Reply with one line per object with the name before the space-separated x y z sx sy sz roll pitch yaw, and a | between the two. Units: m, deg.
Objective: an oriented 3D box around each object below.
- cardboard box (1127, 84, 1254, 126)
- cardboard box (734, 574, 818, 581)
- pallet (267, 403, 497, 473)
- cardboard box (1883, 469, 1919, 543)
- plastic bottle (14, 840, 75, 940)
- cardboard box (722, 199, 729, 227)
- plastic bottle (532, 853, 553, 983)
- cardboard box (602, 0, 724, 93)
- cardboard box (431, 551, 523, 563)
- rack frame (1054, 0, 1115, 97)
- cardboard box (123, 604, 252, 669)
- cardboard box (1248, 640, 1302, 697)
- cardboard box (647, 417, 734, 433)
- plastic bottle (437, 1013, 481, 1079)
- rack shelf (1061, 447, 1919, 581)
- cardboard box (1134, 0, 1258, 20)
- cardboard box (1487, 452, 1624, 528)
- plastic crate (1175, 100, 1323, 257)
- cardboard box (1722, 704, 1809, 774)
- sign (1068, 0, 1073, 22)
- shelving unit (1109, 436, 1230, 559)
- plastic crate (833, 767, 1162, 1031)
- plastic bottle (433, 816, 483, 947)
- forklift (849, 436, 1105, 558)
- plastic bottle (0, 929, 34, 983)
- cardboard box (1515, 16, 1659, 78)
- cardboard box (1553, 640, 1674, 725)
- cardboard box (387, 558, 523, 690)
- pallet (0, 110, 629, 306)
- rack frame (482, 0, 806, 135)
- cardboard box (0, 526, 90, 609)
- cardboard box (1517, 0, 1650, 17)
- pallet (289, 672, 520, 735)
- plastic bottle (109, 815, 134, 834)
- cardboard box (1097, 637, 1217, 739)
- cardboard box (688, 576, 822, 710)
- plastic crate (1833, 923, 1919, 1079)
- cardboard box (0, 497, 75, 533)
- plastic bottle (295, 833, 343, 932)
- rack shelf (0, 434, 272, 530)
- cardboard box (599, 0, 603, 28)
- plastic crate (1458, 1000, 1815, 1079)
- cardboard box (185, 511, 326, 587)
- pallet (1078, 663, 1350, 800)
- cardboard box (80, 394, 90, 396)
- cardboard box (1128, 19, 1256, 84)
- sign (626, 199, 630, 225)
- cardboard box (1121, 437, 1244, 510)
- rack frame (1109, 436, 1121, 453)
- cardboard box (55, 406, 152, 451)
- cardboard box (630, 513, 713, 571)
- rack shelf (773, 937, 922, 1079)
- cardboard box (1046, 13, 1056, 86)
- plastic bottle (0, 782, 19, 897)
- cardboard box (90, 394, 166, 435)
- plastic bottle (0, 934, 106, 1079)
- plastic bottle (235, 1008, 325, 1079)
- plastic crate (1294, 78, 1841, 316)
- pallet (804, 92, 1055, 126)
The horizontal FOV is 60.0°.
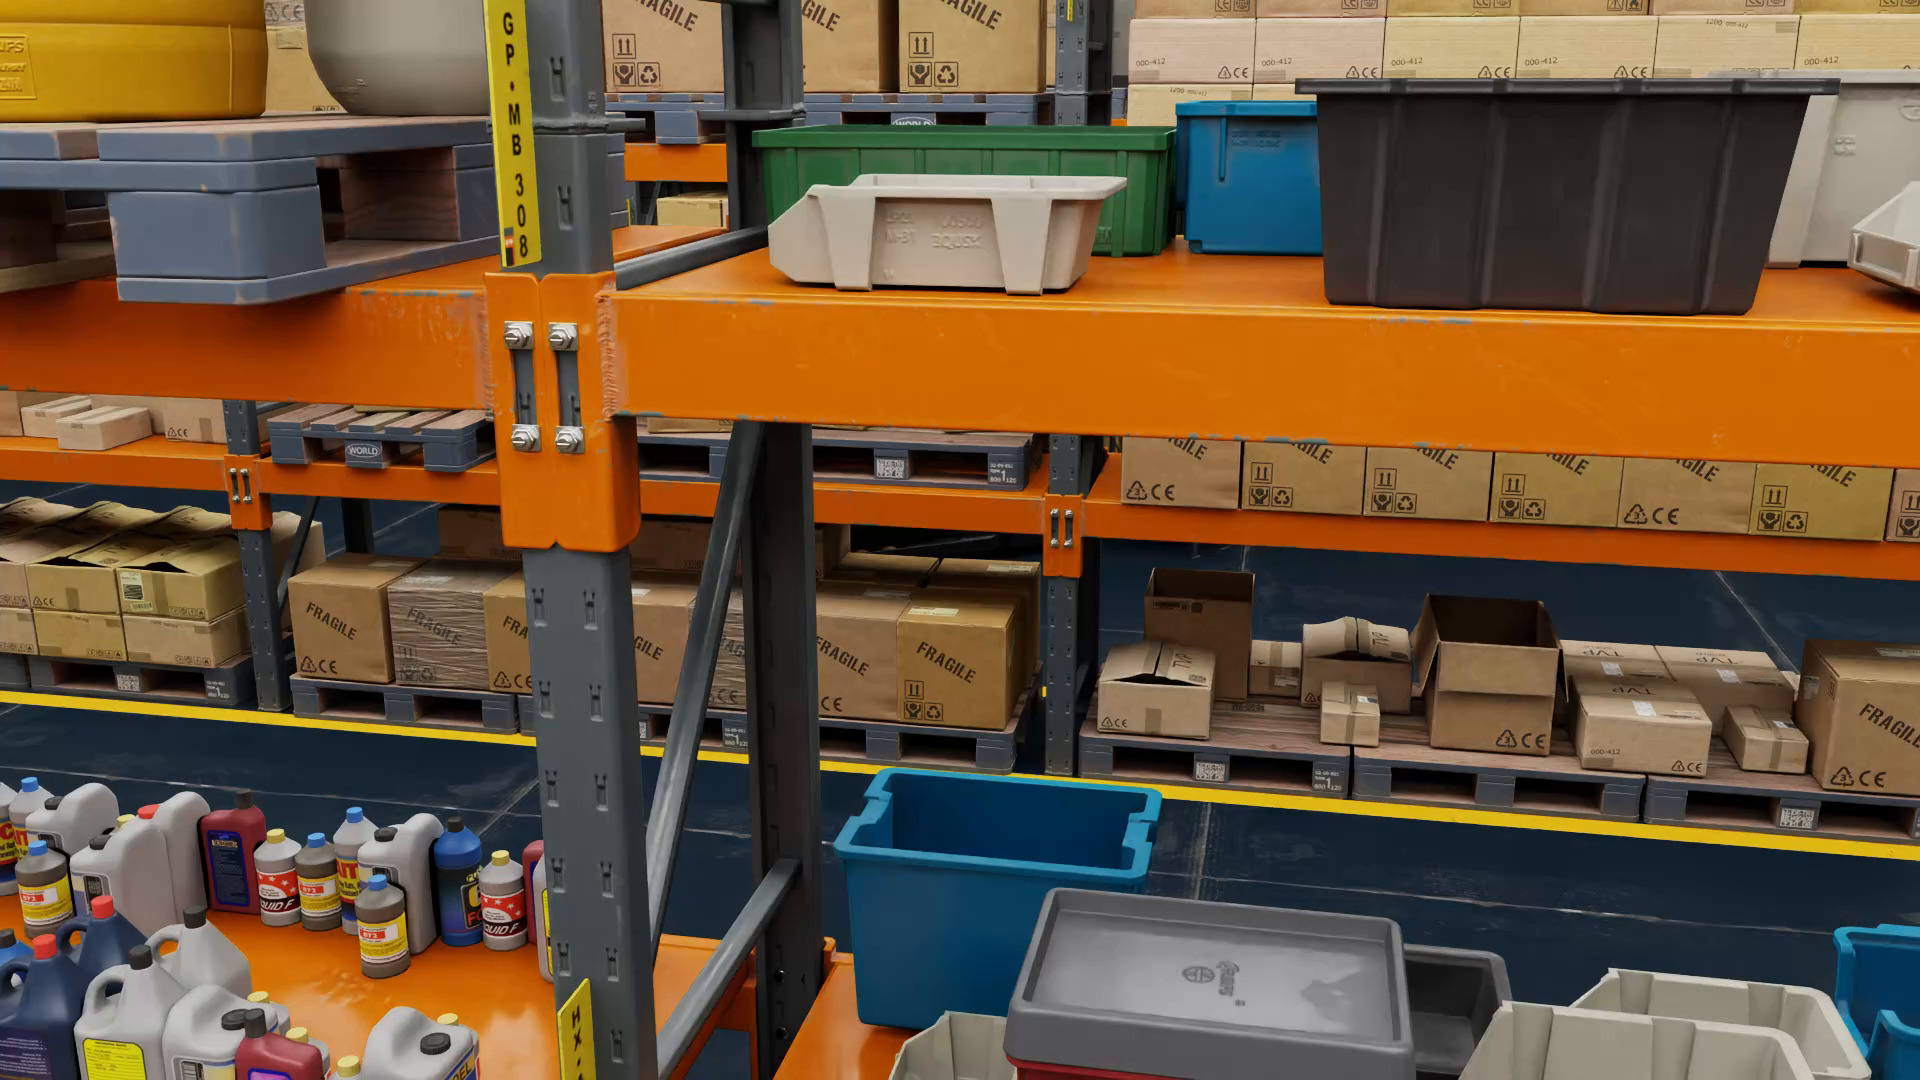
cardboard box | 0.975 -1.779 6.956 0.500 0.250 0.500 3 16 11
cardboard box | -0.891 0.353 8.456 0.500 0.500 0.500 3 16 12
pallet | -2.694 -0.599 8.393 1.003 0.211 1.213 3 16 11
cardboard box | 3.974 -0.284 6.711 0.500 0.500 0.500 4 16 13
plastic bottle | -1.962 0.743 3.562 0.097 0.201 0.097 0 15 0
cardboard box | -1.468 -2.447 12.521 0.500 0.250 0.500 3 16 10
plastic bottle | -0.763 0.718 3.374 0.185 0.351 0.144 3 16 11
cardboard box | -1.239 -2.357 7.600 0.600 0.600 0.600 2 16 9
cardboard box | -2.409 0.272 8.749 0.500 0.500 0.500 4 16 13
rack frame | 0.548 -3.387 6.862 0.127 3.000 1.000 3 16 11
cardboard box | -3.936 0.450 8.613 0.500 0.250 0.500 3 16 12
cardboard box | 1.542 0.626 8.128 0.250 0.149 0.380 3 16 11
cardboard box | -1.196 -0.824 7.875 0.500 0.500 0.700 -1 16 -3
plastic bottle | -0.887 0.925 2.904 0.097 0.201 0.097 0 15 0
rack shelf | 2.508 -0.043 7.375 4.000 0.370 1.077 3 16 11
cardboard box | 1.032 -2.456 7.059 0.500 0.500 0.700 3 16 11
cardboard box | 2.484 -0.365 7.005 0.500 0.500 0.500 3 16 10
plastic crate | 0.513 -0.600 2.735 0.300 0.233 0.416 3 16 11
cardboard box | 3.507 0.861 7.249 0.250 0.166 0.380 3 16 11
sign | 0.441 -2.235 6.616 0.005 0.325 0.100 3 16 11
shelving unit | 1.429 -0.704 11.224 0.431 1.500 0.755 -15 21 -42
plastic crate | 0.082 0.714 3.213 0.575 0.384 0.392 3 16 11
plastic bottle | -1.060 0.717 3.526 0.097 0.271 0.097 0 15 0
forklift | -0.570 -1.344 10.854 3.031 2.935 1.130 -7 17 -23
plastic bottle | -1.739 0.845 3.062 0.097 0.271 0.097 0 15 0
cardboard box | 2.443 -1.937 6.591 0.500 0.250 0.500 3 16 11
cardboard box | 3.011 0.674 7.768 0.500 0.250 0.500 3 16 11
cardboard box | -2.469 0.409 8.254 0.500 0.500 0.500 3 16 9
pallet | -1.231 -0.571 2.669 1.003 0.211 1.213 3 16 11
rack frame | -0.443 -2.091 2.185 0.127 3.000 1.000 3 16 11
cardboard box | -4.939 0.127 8.729 0.500 0.311 0.500 3 16 11
cardboard box | 2.505 -2.380 6.786 0.500 0.500 0.700 3 16 11
pallet | -2.648 0.685 8.625 1.213 0.211 1.003 3 16 11
plastic bottle | -1.836 0.709 3.687 0.097 0.201 0.097 0 15 0
cardboard box | 0.916 0.667 7.679 0.500 0.311 0.500 3 16 11
cardboard box | -0.967 0.490 7.962 0.500 0.500 0.500 3 16 12
plastic crate | 1.716 0.879 2.901 0.300 0.233 0.416 3 16 11
cardboard box | -5.346 -0.042 9.337 0.500 0.311 0.500 3 16 10
plastic bottle | -1.383 0.733 3.598 0.097 0.201 0.097 0 15 0
rack shelf | -5.332 -0.468 8.912 4.000 0.370 1.077 3 16 11
cardboard box | -1.946 -2.605 7.599 0.500 0.500 0.500 3 16 11
plastic crate | 1.017 0.957 2.527 0.530 0.282 0.437 3 16 11
cardboard box | -3.827 0.039 9.046 0.500 0.311 0.500 4 16 13
pallet | 1.220 0.885 7.903 1.213 0.211 1.003 3 16 11
cardboard box | -7.333 -1.270 14.315 0.500 0.500 0.500 2 16 7
cardboard box | 0.975 -2.019 6.888 0.500 0.250 0.500 3 16 11
sign | -2.487 -2.382 12.452 0.005 0.325 0.100 3 16 11
cardboard box | 0.993 -0.446 7.295 0.500 0.500 0.500 4 16 13
rack frame | 1.174 -0.774 11.477 0.400 1.500 0.023 -15 21 -42
cardboard box | -4.309 -0.563 8.377 0.250 0.149 0.380 3 16 11
cardboard box | -1.349 -0.034 8.449 0.500 0.250 0.500 3 16 10
rack shelf | 1.517 1.253 2.698 4.000 0.370 1.077 3 16 11
cardboard box | 0.691 -3.573 12.142 0.500 0.500 0.700 2 16 8
plastic bottle | -2.159 0.657 3.741 0.097 0.271 0.097 0 15 0
cardboard box | -4.210 -0.764 8.798 0.500 0.311 0.500 3 16 10
plastic bottle | -1.590 0.850 2.896 0.185 0.351 0.144 3 16 11
plastic bottle | -1.129 0.919 2.773 0.133 0.283 0.061 3 16 11
plastic crate | 0.720 -0.445 2.106 0.590 0.269 0.497 3 16 11
pallet | -0.077 -1.904 7.479 1.003 0.211 1.213 3 16 11
